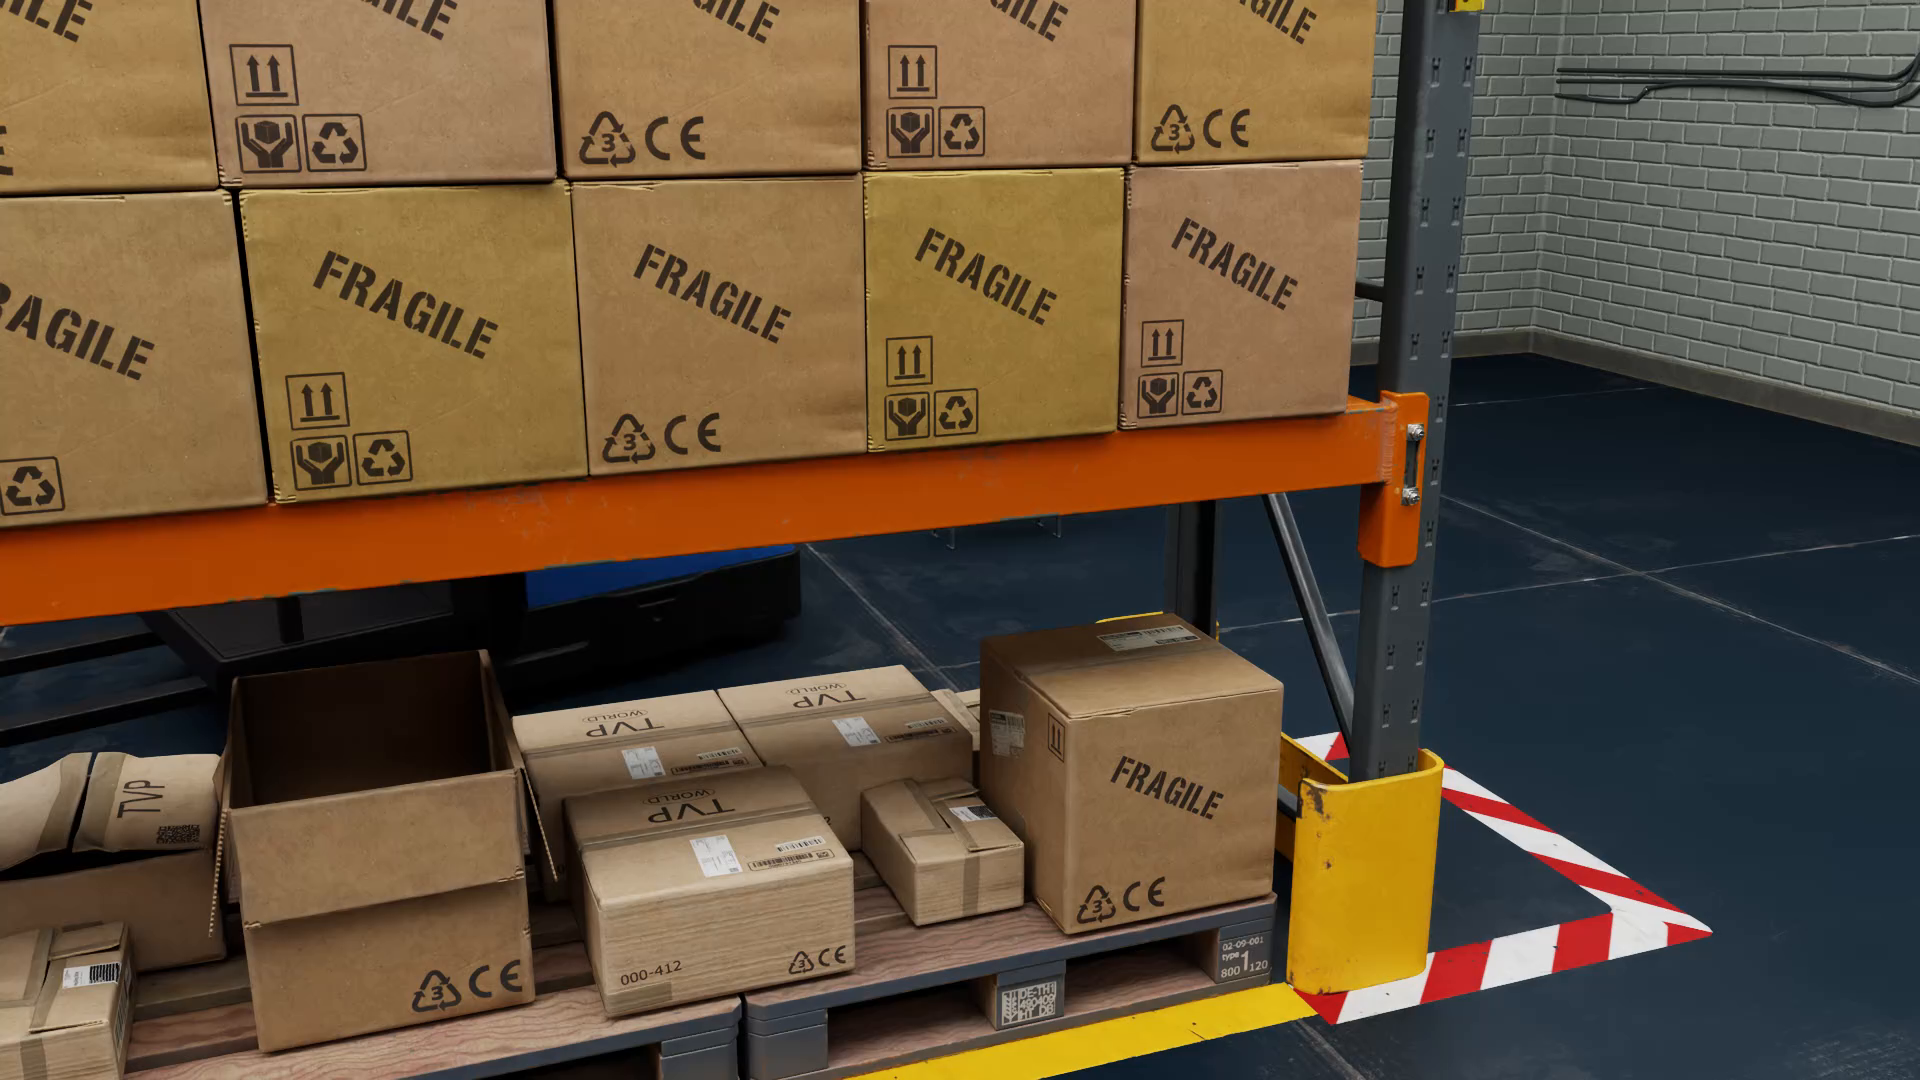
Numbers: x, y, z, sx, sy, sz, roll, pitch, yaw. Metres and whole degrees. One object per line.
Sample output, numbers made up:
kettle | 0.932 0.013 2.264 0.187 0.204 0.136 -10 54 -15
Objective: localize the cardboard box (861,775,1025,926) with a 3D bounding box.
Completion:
cardboard box | -0.044 0.679 3.711 0.250 0.166 0.380 -6 17 -20

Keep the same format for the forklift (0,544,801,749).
forklift | -2.036 -0.922 5.037 3.031 2.935 1.130 -13 21 -37

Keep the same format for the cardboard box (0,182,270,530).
cardboard box | -1.431 -0.333 2.731 0.500 0.500 0.500 -6 17 -20

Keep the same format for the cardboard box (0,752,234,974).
cardboard box | -1.819 0.668 3.490 0.500 0.311 0.500 -6 17 -20

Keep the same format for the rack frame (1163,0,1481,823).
rack frame | 0.786 -0.606 3.839 0.127 3.000 1.000 -6 17 -20

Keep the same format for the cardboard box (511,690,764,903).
cardboard box | -0.758 0.583 3.889 0.500 0.250 0.500 -6 17 -20

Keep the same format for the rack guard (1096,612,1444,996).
rack guard | 0.715 0.601 4.165 0.348 0.500 1.175 -6 17 -20

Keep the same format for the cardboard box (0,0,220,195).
cardboard box | -1.447 -0.808 2.574 0.500 0.500 0.500 -7 18 -22

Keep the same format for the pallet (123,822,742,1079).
pallet | -1.167 0.942 3.516 1.213 0.211 1.003 -6 17 -20

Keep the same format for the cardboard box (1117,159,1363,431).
cardboard box | 0.465 -0.538 3.428 0.500 0.500 0.500 -6 17 -18

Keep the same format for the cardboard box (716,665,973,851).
cardboard box | -0.291 0.532 4.061 0.500 0.250 0.500 -6 17 -20

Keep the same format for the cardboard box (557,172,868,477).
cardboard box | -0.486 -0.435 3.080 0.500 0.500 0.500 -6 17 -20

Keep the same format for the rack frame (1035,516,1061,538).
rack frame | 0.382 -0.617 7.070 0.015 1.200 0.240 -6 17 -20

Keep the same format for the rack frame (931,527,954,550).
rack frame | -0.073 -0.568 6.902 0.015 1.200 0.240 -6 17 -20

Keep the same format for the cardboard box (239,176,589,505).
cardboard box | -0.957 -0.385 2.907 0.500 0.500 0.500 -6 18 -21

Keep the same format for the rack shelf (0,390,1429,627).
rack shelf | -1.082 -0.060 3.254 4.000 0.370 1.077 -6 17 -20

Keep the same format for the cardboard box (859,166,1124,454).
cardboard box | -0.018 -0.484 3.246 0.500 0.500 0.500 -6 17 -20

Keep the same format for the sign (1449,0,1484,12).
sign | 0.965 -1.165 3.128 0.005 0.325 0.100 -6 17 -20

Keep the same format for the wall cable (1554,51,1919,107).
wall cable | 4.419 -3.774 9.490 0.112 2.526 3.097 -6 17 -20

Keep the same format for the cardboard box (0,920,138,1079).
cardboard box | -1.676 0.870 3.059 0.250 0.166 0.380 -6 17 -20

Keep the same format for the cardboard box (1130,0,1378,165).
cardboard box | 0.468 -1.017 3.285 0.500 0.500 0.500 -6 18 -21

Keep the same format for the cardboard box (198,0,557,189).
cardboard box | -0.965 -0.860 2.752 0.500 0.500 0.500 -6 17 -18

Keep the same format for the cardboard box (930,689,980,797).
cardboard box | 0.038 0.519 4.255 0.250 0.166 0.380 -6 17 -20

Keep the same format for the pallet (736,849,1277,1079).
pallet | -0.030 0.820 3.932 1.213 0.211 1.003 -6 17 -20

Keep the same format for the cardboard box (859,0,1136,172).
cardboard box | -0.003 -0.966 3.111 0.500 0.500 0.500 -6 17 -19

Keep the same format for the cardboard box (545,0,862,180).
cardboard box | -0.486 -0.912 2.929 0.500 0.500 0.500 -6 17 -19

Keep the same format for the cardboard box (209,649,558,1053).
cardboard box | -1.197 0.593 3.405 0.637 0.503 0.797 -6 17 -20

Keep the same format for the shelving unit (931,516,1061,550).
shelving unit | 0.155 -0.592 6.986 0.503 1.200 0.258 -6 17 -20

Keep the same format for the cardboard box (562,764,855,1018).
cardboard box | -0.532 0.709 3.458 0.500 0.250 0.500 -6 17 -20

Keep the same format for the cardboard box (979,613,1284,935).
cardboard box | 0.366 0.502 3.722 0.500 0.500 0.500 -6 17 -20
